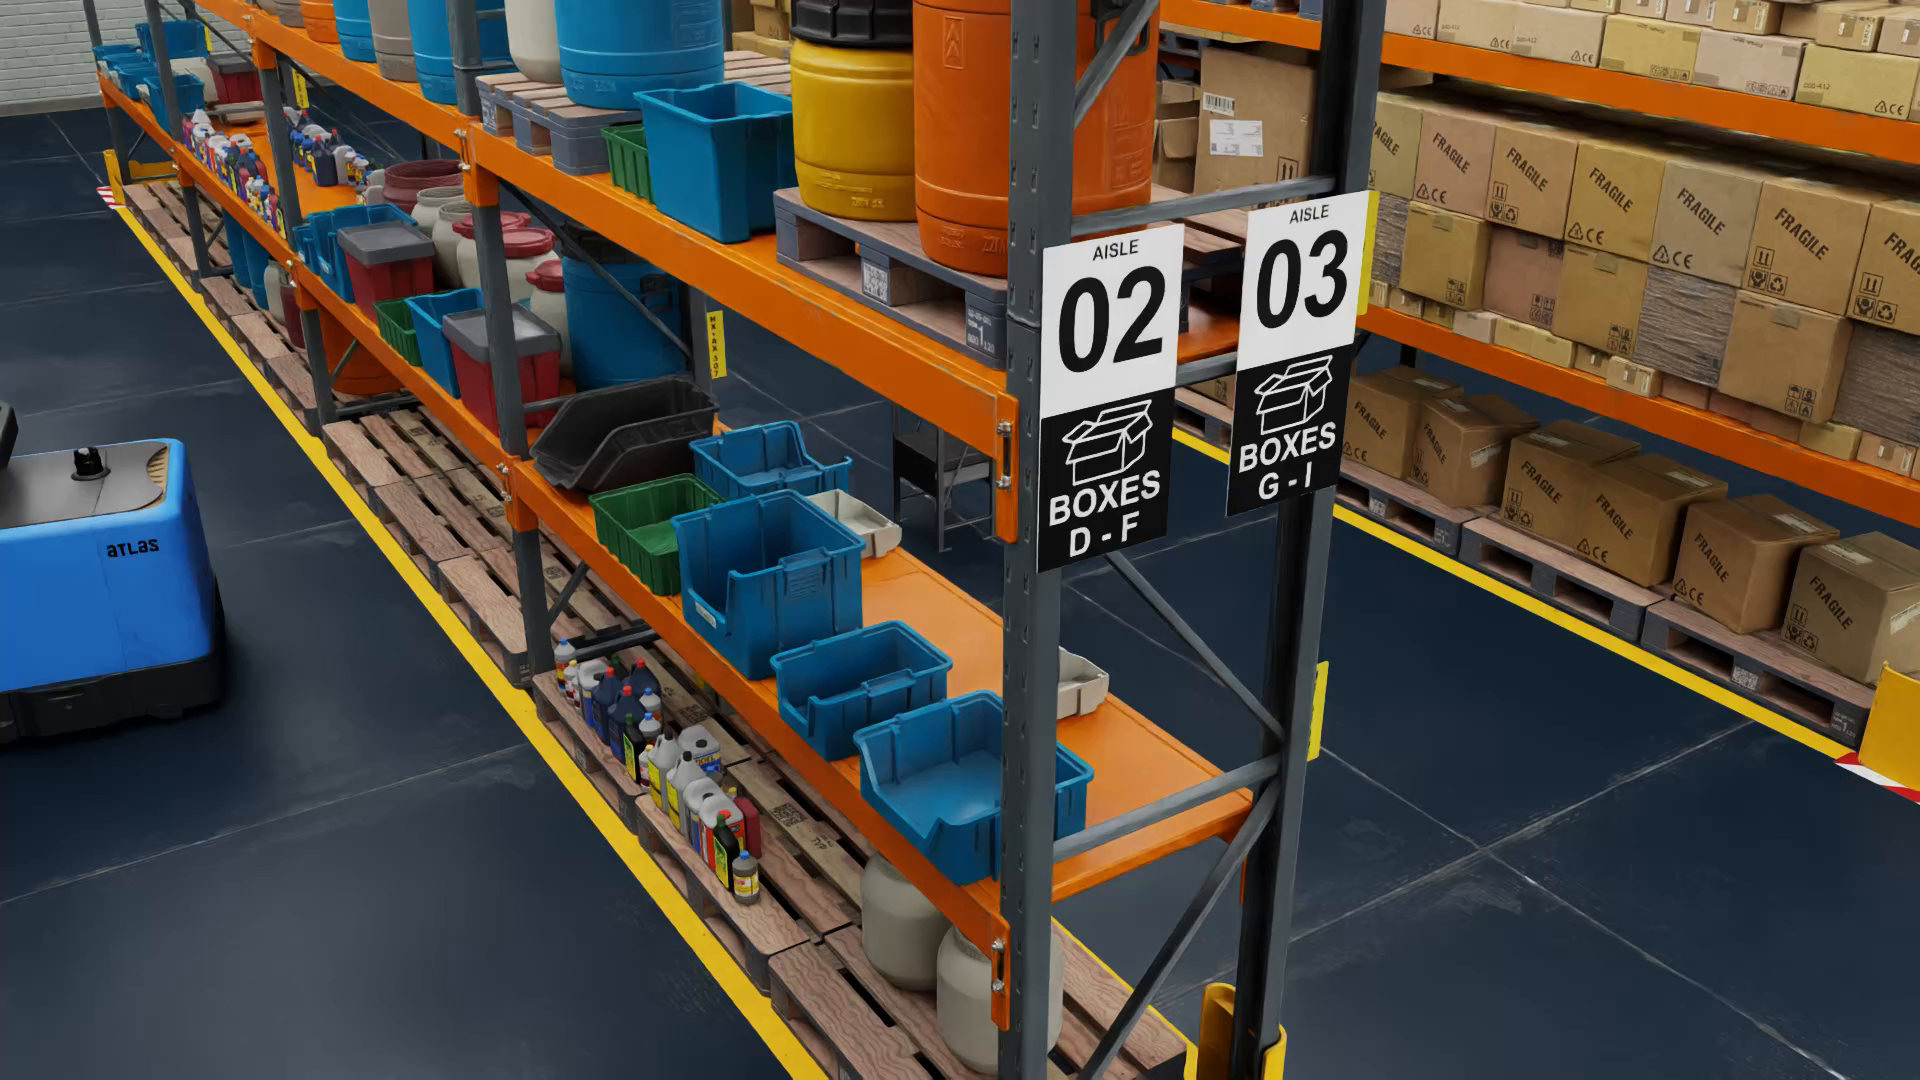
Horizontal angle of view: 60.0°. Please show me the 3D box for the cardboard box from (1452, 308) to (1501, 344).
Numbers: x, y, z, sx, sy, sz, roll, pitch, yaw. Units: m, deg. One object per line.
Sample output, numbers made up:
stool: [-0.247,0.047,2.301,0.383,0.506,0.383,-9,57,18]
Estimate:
cardboard box: [2.920,-1.204,9.081,0.380,0.149,0.250,-16,29,-30]

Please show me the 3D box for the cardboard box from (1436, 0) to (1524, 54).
cardboard box: [2.847,-2.706,8.631,0.500,0.250,0.500,-16,30,-30]

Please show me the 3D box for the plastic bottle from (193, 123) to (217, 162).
plastic bottle: [-5.861,-3.092,12.932,0.152,0.276,0.135,-16,29,-30]

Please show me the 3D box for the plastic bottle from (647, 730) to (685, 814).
plastic bottle: [-1.199,0.932,6.850,0.144,0.351,0.185,-16,30,-30]

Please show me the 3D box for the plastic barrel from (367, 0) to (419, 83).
plastic barrel: [-2.443,-2.620,7.686,0.600,0.901,0.600,0,25,0]

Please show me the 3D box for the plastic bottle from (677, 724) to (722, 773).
plastic bottle: [-1.088,0.922,6.958,0.152,0.276,0.135,-16,29,-30]

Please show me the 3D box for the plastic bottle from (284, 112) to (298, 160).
plastic bottle: [-5.238,-3.159,12.986,0.144,0.351,0.185,-16,29,-30]

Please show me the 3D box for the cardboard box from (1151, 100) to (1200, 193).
cardboard box: [1.499,-2.661,11.261,0.797,0.503,0.637,-12,28,-24]

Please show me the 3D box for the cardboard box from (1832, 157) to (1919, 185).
cardboard box: [4.368,-1.468,7.709,0.500,0.500,0.500,-16,29,-30]

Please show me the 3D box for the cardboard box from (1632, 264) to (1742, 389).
cardboard box: [3.819,-1.118,8.139,0.875,0.500,0.500,-16,29,-30]

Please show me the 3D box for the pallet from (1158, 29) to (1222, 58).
pallet: [2.662,-5.413,17.928,1.003,0.211,1.213,-16,29,-30]

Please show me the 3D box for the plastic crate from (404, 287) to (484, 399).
plastic crate: [-2.490,-0.987,8.345,0.392,0.384,0.575,-16,29,-30]

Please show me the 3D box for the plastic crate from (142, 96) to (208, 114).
plastic crate: [-6.830,-3.774,14.482,0.437,0.125,0.590,-16,29,-30]

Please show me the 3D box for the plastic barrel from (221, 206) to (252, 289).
plastic barrel: [-5.711,-2.576,13.659,0.600,0.901,0.708,-16,29,-30]

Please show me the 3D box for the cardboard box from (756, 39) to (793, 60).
cardboard box: [-1.527,-4.330,15.292,0.500,0.500,0.500,-15,29,-29]

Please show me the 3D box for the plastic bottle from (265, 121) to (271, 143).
plastic bottle: [-5.602,-3.342,13.549,0.097,0.201,0.097,0,25,0]

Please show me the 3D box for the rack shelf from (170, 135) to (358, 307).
rack shelf: [-4.902,-2.493,12.359,1.077,0.370,4.000,-16,29,-30]

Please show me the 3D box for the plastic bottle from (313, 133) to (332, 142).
plastic bottle: [-4.833,-2.970,12.672,0.152,0.276,0.135,-16,29,-30]

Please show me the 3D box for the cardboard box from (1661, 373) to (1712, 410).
cardboard box: [3.682,-0.779,8.181,0.380,0.149,0.250,-16,29,-30]

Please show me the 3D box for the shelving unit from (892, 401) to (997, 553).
shelving unit: [-0.090,-1.009,9.427,0.431,2.100,0.503,-16,29,-30]

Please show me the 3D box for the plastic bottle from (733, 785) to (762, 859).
plastic bottle: [-0.839,1.112,6.548,0.061,0.283,0.133,-16,29,-30]

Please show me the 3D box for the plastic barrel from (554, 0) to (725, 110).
plastic barrel: [-1.173,-2.064,6.016,0.600,0.901,0.708,-16,29,-30]

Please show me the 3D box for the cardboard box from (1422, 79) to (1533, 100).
cardboard box: [2.999,-2.361,9.601,0.500,0.500,0.500,-16,29,-30]

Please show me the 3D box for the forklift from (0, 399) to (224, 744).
forklift: [-5.122,-0.459,7.289,3.031,2.935,1.130,-10,27,-19]

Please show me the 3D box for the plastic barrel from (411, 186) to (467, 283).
plastic barrel: [-3.070,-1.835,9.993,0.421,0.512,0.421,0,25,0]

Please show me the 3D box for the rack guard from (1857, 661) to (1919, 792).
rack guard: [4.665,0.708,7.665,1.175,0.500,0.348,-16,29,-30]

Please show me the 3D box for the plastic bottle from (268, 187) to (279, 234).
plastic bottle: [-4.515,-2.178,10.986,0.061,0.283,0.133,-16,29,-30]

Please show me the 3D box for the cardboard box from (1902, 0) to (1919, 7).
cardboard box: [4.360,-2.308,7.320,0.380,0.149,0.250,-14,29,-28]

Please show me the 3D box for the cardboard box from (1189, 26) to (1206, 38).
cardboard box: [2.622,-5.357,17.387,0.380,0.149,0.250,-15,29,-29]

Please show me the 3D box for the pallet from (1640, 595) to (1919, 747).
pallet: [4.251,0.539,8.360,1.003,0.211,1.213,-16,29,-30]

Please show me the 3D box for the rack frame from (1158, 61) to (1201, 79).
rack frame: [2.367,-5.807,18.538,1.000,3.000,0.127,-16,29,-30]

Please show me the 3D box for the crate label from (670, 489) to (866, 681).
crate label: [-0.675,0.147,5.883,0.502,0.435,0.616,-16,29,-30]

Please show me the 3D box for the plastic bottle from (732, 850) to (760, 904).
plastic bottle: [-0.813,1.270,6.308,0.097,0.201,0.097,0,25,0]

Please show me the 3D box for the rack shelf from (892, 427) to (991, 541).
rack shelf: [-0.090,-0.363,9.732,0.431,0.518,0.480,-16,29,-30]

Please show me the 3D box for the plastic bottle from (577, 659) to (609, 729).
plastic bottle: [-1.621,0.686,7.458,0.152,0.276,0.135,-14,29,-28]

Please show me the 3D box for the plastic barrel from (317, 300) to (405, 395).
plastic barrel: [-4.092,-1.482,11.426,0.600,0.830,0.708,-16,29,-30]

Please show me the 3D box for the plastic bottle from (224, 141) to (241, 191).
plastic bottle: [-5.238,-2.715,12.045,0.144,0.351,0.185,-16,29,-30]

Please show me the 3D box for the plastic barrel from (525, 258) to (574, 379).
plastic barrel: [-1.965,-1.127,8.464,0.433,0.535,0.433,0,25,0]

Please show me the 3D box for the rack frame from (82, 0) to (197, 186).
rack frame: [-8.178,-4.964,16.752,1.000,3.000,0.127,-16,29,-30]

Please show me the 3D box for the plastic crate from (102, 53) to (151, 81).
plastic crate: [-7.959,-4.515,15.926,0.416,0.233,0.300,-16,29,-30]

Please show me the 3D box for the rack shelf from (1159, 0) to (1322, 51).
rack shelf: [1.431,-3.573,11.133,1.077,0.370,4.000,-16,29,-30]

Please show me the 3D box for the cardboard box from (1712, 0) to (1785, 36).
cardboard box: [3.589,-2.358,7.426,0.380,0.149,0.250,-17,30,-32]

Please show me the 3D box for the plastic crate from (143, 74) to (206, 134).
plastic crate: [-6.535,-3.641,13.897,0.392,0.384,0.575,-16,29,-30]

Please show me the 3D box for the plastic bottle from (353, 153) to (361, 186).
plastic bottle: [-4.321,-2.653,12.007,0.097,0.271,0.097,0,25,0]

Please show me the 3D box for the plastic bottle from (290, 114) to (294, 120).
plastic bottle: [-5.309,-3.281,13.332,0.152,0.276,0.135,-16,29,-30]

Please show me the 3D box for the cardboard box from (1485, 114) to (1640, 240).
cardboard box: [3.102,-1.880,8.583,0.500,0.500,0.500,-16,29,-30]

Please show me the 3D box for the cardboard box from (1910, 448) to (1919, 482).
cardboard box: [4.378,-0.336,7.242,0.380,0.149,0.250,-16,29,-30]

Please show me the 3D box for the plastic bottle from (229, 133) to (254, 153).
plastic bottle: [-5.428,-2.927,12.582,0.152,0.276,0.135,-16,29,-30]

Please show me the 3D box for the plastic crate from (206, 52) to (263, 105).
plastic crate: [-6.271,-3.967,14.495,0.402,0.464,0.583,-16,29,-30]

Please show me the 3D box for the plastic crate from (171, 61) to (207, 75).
plastic crate: [-7.435,-4.515,16.040,0.396,0.136,0.243,-16,29,-30]

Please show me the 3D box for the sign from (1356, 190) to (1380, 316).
sign: [1.020,-0.728,4.255,0.100,0.325,0.005,-16,29,-30]

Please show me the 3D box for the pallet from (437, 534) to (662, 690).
pallet: [-2.088,0.317,8.831,1.003,0.211,1.213,-16,29,-30]

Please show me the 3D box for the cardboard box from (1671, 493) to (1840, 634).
cardboard box: [4.025,0.112,8.436,0.500,0.500,0.500,-8,26,-16]

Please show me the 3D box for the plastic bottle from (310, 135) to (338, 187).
plastic bottle: [-4.671,-2.781,12.185,0.144,0.351,0.185,-16,29,-30]

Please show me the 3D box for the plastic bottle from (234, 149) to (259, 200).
plastic bottle: [-5.065,-2.601,11.804,0.144,0.351,0.185,-16,29,-30]

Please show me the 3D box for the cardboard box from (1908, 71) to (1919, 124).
cardboard box: [4.231,-1.797,6.706,0.500,0.250,0.500,-15,29,-28]

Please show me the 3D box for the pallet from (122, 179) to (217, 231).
pallet: [-7.760,-3.399,16.703,1.003,0.211,1.213,-16,29,-30]
